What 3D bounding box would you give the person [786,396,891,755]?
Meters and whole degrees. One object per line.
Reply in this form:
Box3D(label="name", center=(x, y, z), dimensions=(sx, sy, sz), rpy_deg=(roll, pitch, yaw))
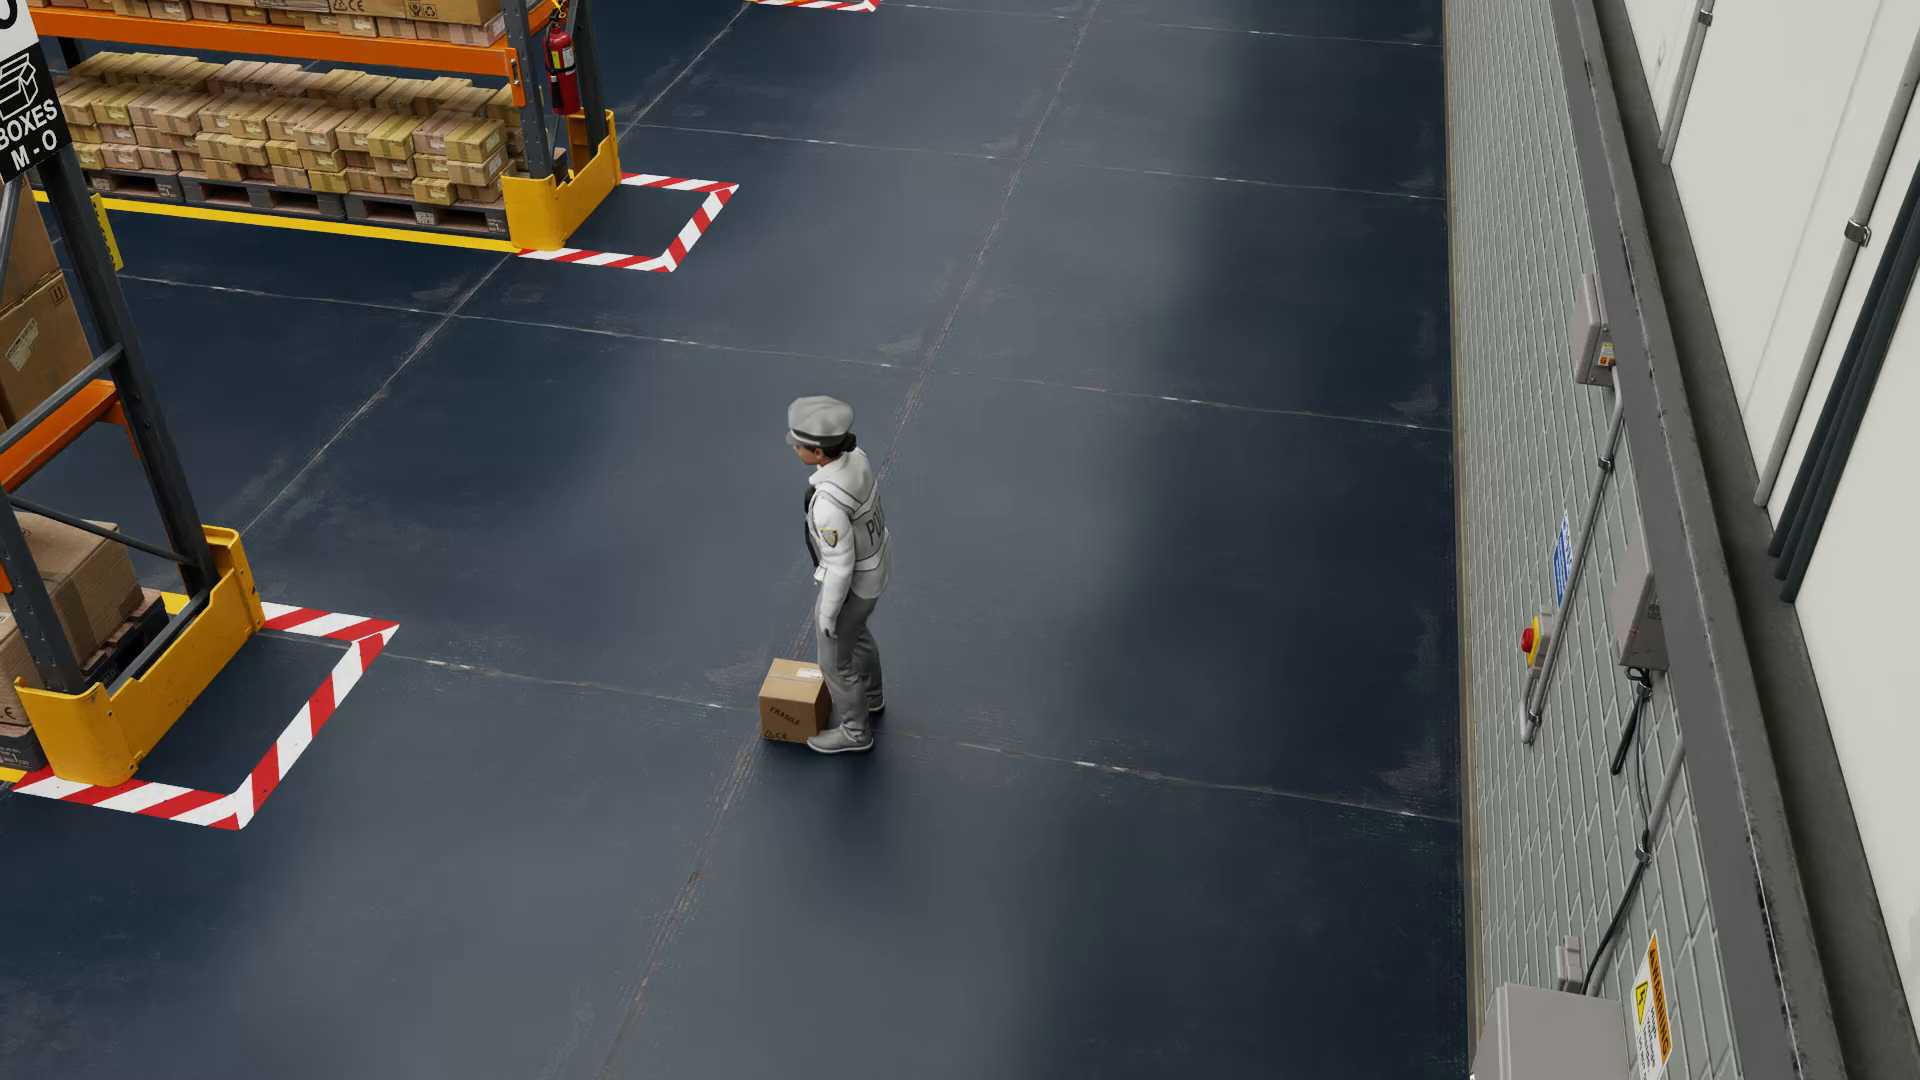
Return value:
Box3D(label="person", center=(-0.472, 0.164, 6.743), dimensions=(0.375, 1.661, 0.532), rpy_deg=(6, 37, 8))
